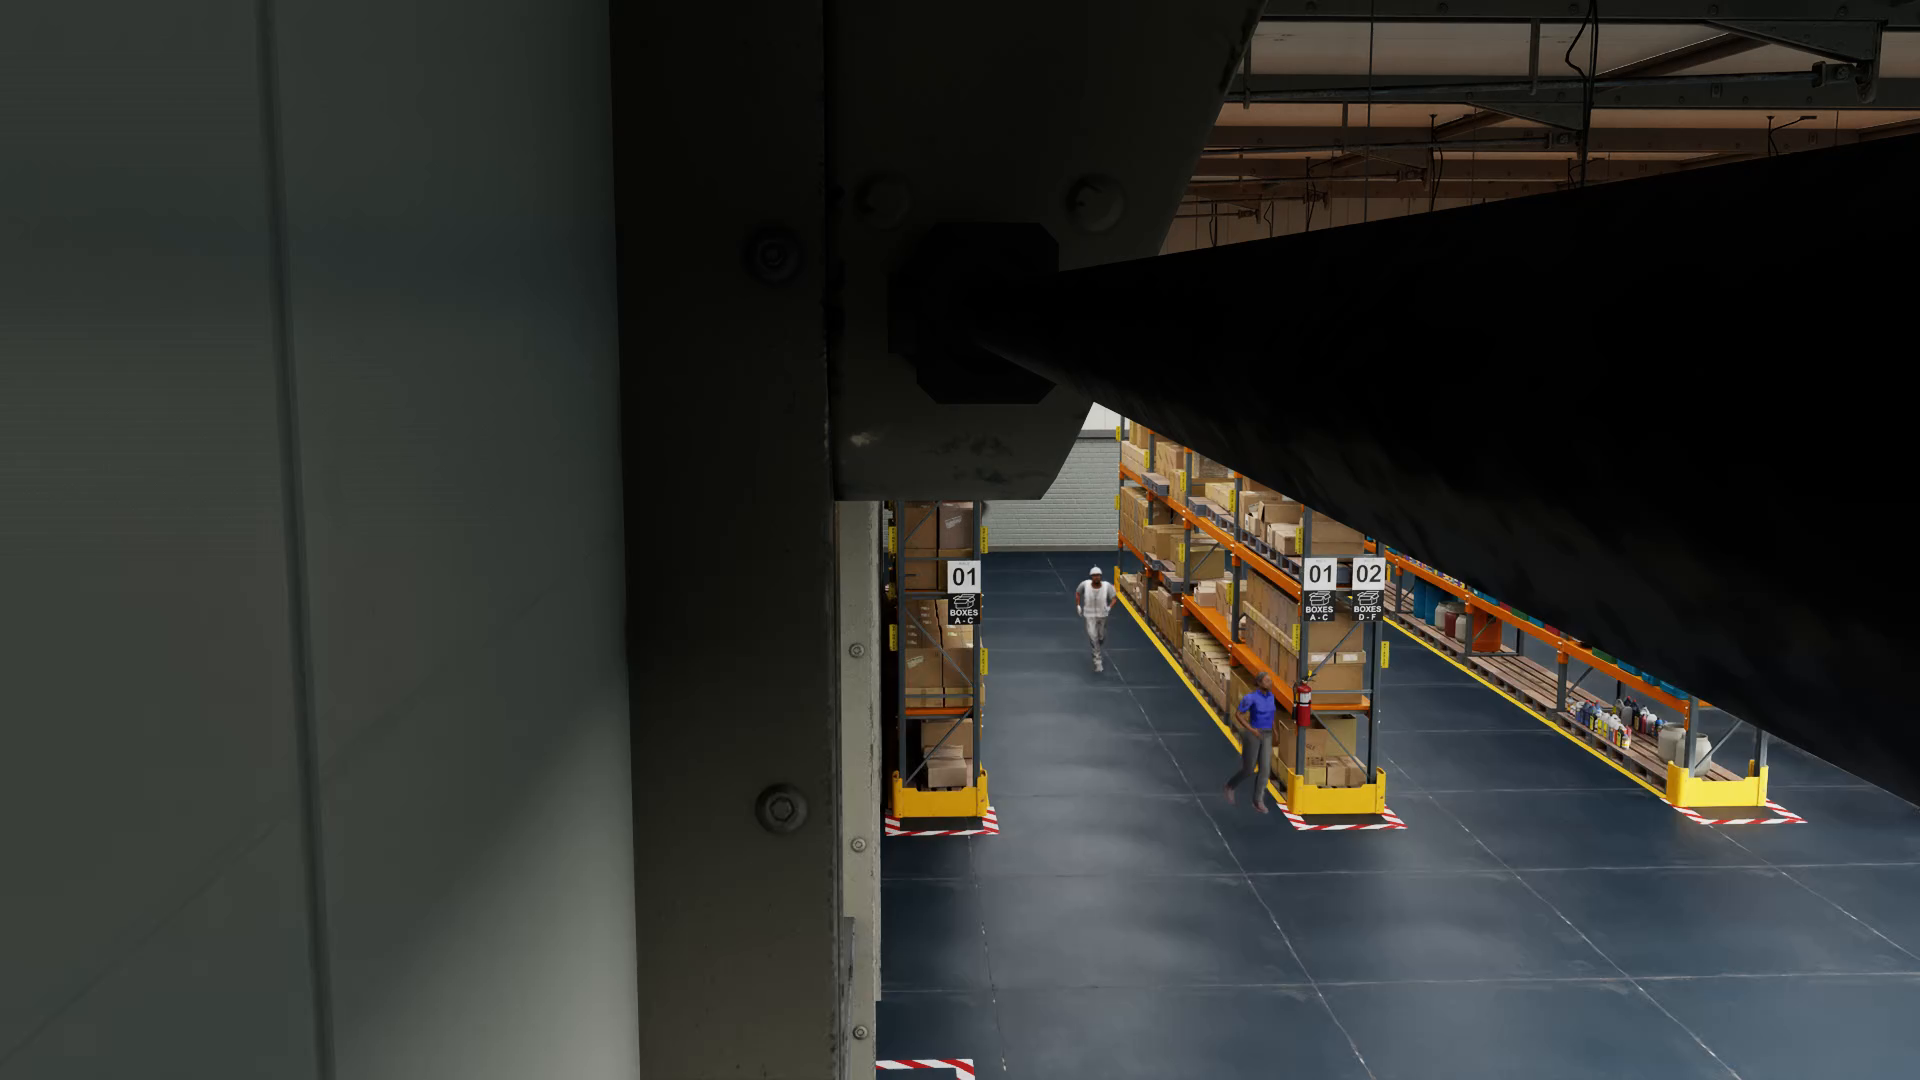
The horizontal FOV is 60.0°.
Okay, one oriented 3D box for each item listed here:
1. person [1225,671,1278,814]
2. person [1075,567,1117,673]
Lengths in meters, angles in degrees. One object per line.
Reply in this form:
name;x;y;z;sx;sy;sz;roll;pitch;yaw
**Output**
person;3.610;2.395;19.969;0.637;1.633;0.784;-5;9;-29
person;2.346;1.326;28.772;0.690;1.770;1.001;0;8;1
